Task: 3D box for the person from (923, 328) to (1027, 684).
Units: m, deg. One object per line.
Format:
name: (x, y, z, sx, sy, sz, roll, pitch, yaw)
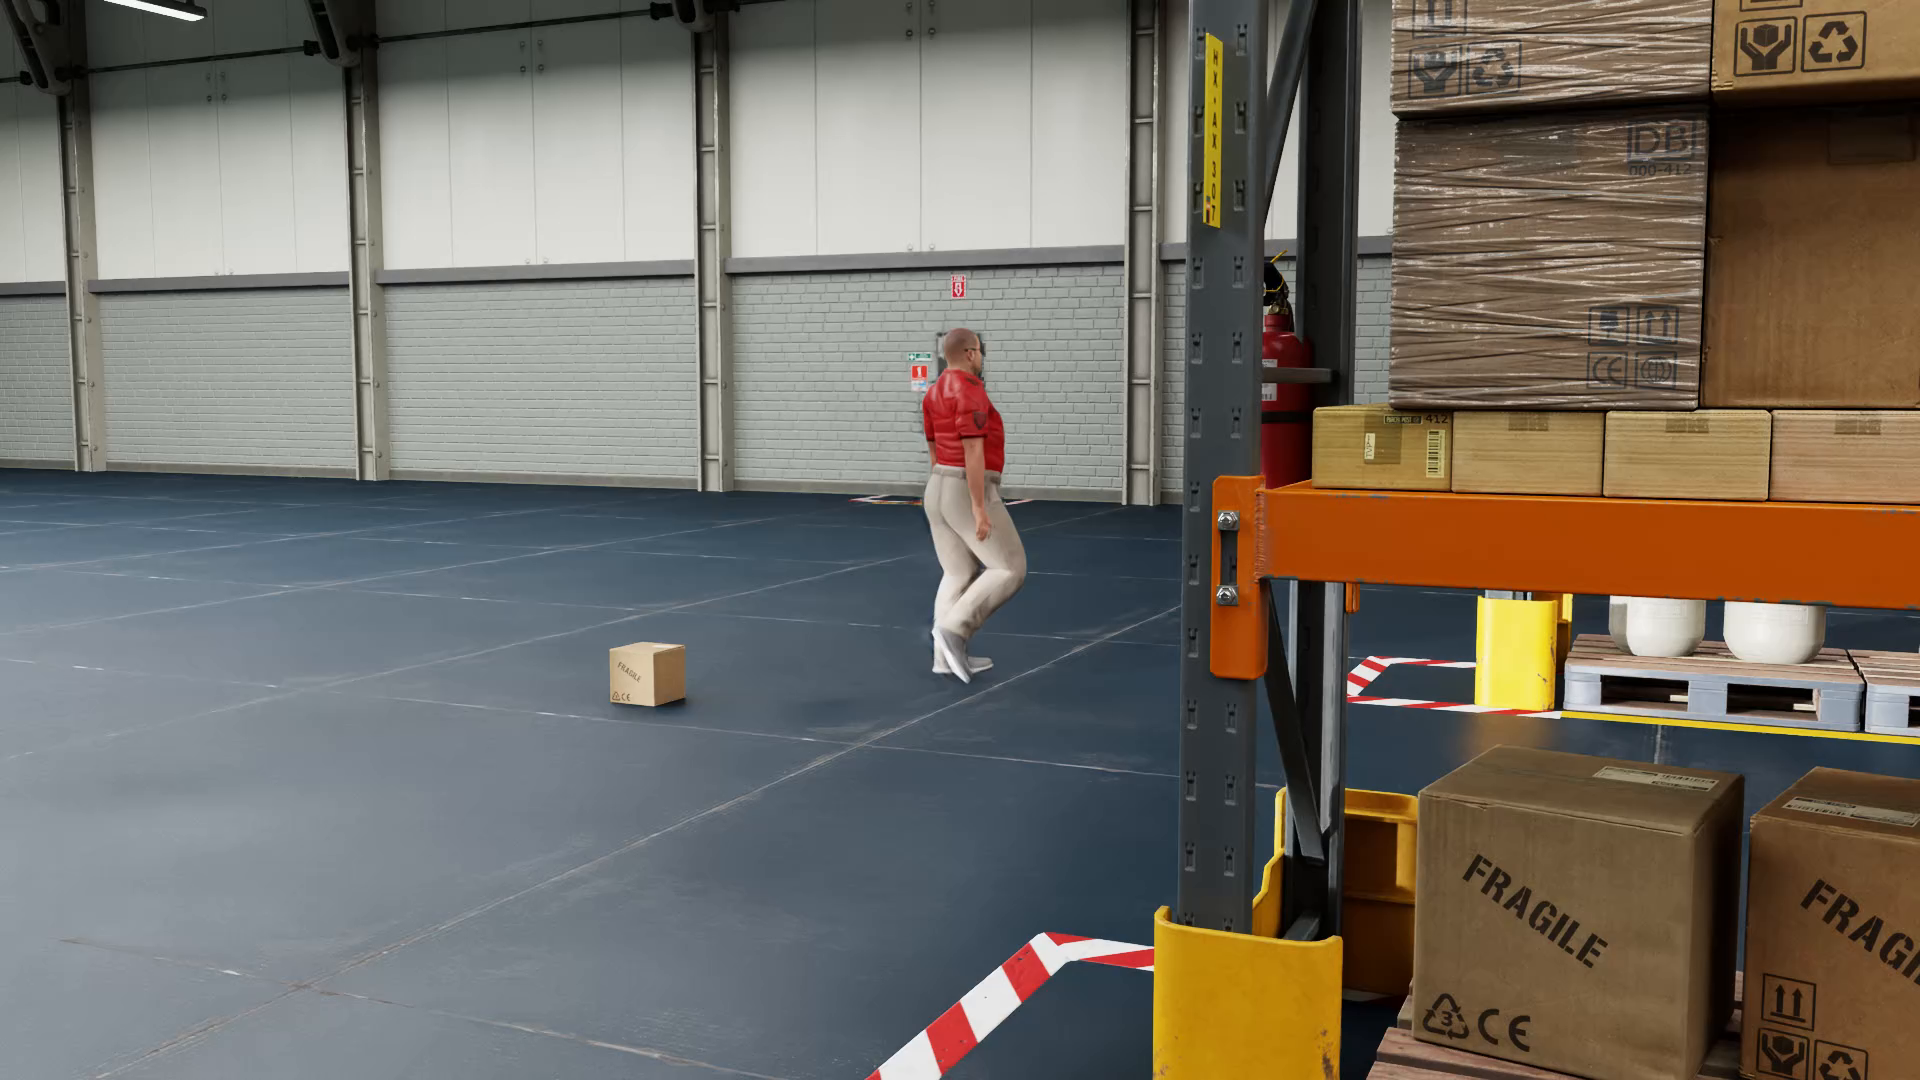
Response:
person: (0.028, -0.173, 8.209, 0.483, 1.735, 0.571, -3, 6, -30)
